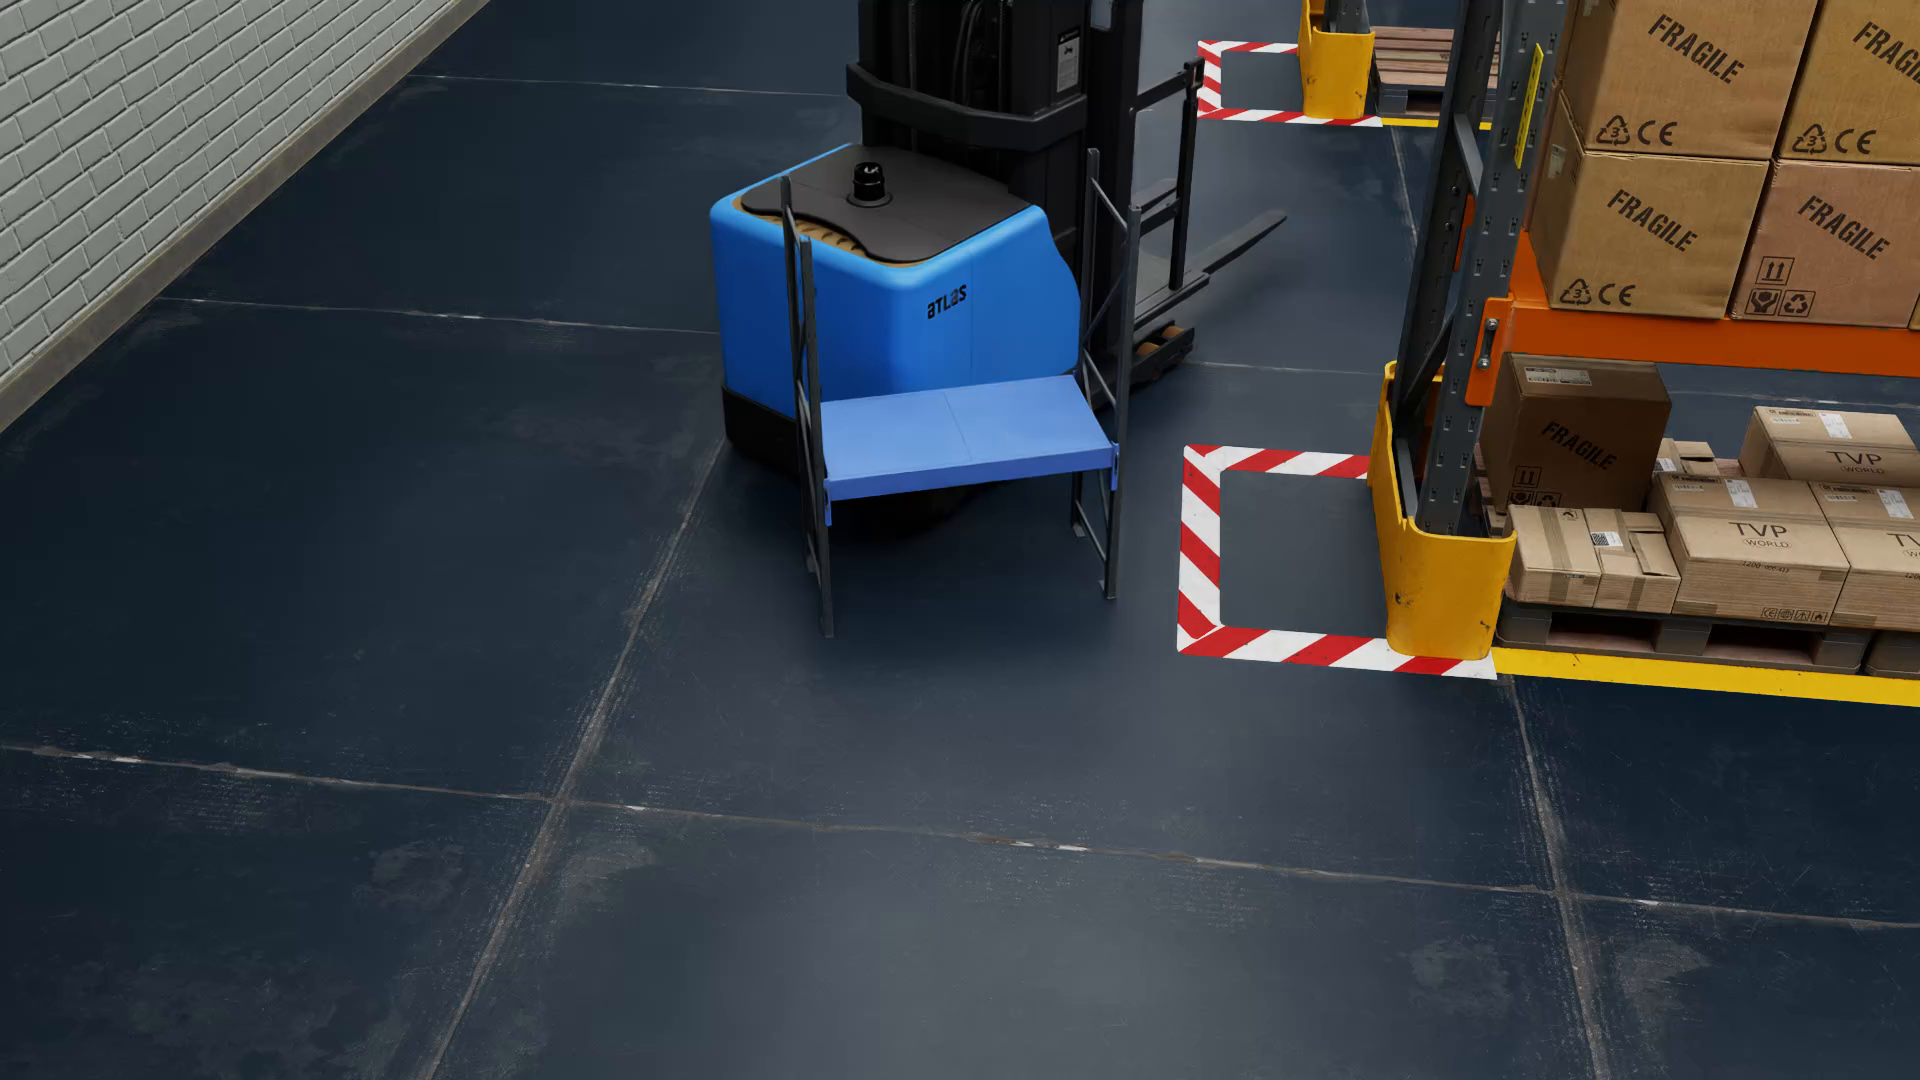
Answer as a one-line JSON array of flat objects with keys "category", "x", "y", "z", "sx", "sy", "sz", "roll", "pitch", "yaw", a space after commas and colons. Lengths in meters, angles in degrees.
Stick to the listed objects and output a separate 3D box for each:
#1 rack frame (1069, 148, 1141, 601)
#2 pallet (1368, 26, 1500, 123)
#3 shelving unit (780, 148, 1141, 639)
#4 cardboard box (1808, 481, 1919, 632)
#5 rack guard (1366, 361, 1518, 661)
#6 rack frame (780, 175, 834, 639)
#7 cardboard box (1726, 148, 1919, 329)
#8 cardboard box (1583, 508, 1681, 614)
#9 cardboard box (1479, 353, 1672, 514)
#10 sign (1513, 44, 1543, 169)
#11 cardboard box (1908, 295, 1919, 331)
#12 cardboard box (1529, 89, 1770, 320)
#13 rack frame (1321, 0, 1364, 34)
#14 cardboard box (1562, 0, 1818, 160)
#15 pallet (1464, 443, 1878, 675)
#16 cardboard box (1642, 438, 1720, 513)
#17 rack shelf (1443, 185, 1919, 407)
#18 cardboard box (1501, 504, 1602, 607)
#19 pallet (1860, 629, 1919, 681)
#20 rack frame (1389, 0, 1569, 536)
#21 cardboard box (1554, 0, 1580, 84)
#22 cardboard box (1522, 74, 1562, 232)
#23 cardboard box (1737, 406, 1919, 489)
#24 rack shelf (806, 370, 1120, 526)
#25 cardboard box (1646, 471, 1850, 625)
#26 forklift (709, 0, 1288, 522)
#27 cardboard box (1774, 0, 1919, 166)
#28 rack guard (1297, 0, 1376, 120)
[{"category": "rack frame", "x": 0.487, "y": -0.537, "z": 5.712, "sx": 0.032, "sy": 1.500, "sz": 0.500, "roll": -7, "pitch": 36, "yaw": -10}, {"category": "pallet", "x": 3.089, "y": -2.795, "z": 9.985, "sx": 1.213, "sy": 0.211, "sz": 1.003, "roll": 4, "pitch": 36, "yaw": 6}, {"category": "shelving unit", "x": -0.010, "y": -0.474, "z": 5.623, "sx": 1.048, "sy": 1.500, "sz": 0.538, "roll": -7, "pitch": 36, "yaw": -10}, {"category": "cardboard box", "x": 3.136, "y": 0.058, "z": 5.575, "sx": 0.500, "sy": 0.250, "sz": 0.500, "roll": 4, "pitch": 36, "yaw": 6}, {"category": "rack guard", "x": 1.716, "y": -0.137, "z": 6.011, "sx": 0.348, "sy": 0.500, "sz": 1.175, "roll": 4, "pitch": 36, "yaw": 6}, {"category": "rack frame", "x": -0.506, "y": -0.410, "z": 5.534, "sx": 0.032, "sy": 1.500, "sz": 0.500, "roll": -7, "pitch": 36, "yaw": -10}, {"category": "cardboard box", "x": 2.560, "y": -0.980, "z": 4.956, "sx": 0.500, "sy": 0.500, "sz": 0.500, "roll": 4, "pitch": 36, "yaw": 5}, {"category": "cardboard box", "x": 2.260, "y": 0.062, "z": 5.641, "sx": 0.250, "sy": 0.166, "sz": 0.380, "roll": 4, "pitch": 36, "yaw": 6}, {"category": "cardboard box", "x": 2.212, "y": -0.423, "z": 6.034, "sx": 0.500, "sy": 0.500, "sz": 0.500, "roll": 4, "pitch": 36, "yaw": 6}, {"category": "sign", "x": 1.572, "y": -1.199, "z": 4.603, "sx": 0.005, "sy": 0.325, "sz": 0.100, "roll": 4, "pitch": 36, "yaw": 6}, {"category": "cardboard box", "x": 3.057, "y": -0.942, "z": 4.901, "sx": 0.500, "sy": 0.500, "sz": 0.500, "roll": 4, "pitch": 36, "yaw": 6}, {"category": "cardboard box", "x": 2.048, "y": -1.016, "z": 5.005, "sx": 0.500, "sy": 0.500, "sz": 0.500, "roll": 5, "pitch": 36, "yaw": 7}, {"category": "rack frame", "x": 2.276, "y": -4.013, "z": 9.291, "sx": 0.127, "sy": 3.000, "sz": 1.000, "roll": 4, "pitch": 36, "yaw": 6}, {"category": "cardboard box", "x": 2.048, "y": -1.423, "z": 4.714, "sx": 0.500, "sy": 0.500, "sz": 0.500, "roll": 5, "pitch": 36, "yaw": 7}, {"category": "pallet", "x": 2.507, "y": 0.040, "z": 6.013, "sx": 1.213, "sy": 0.211, "sz": 1.003, "roll": 4, "pitch": 36, "yaw": 6}, {"category": "cardboard box", "x": 2.602, "y": -0.205, "z": 6.016, "sx": 0.250, "sy": 0.166, "sz": 0.380, "roll": 4, "pitch": 36, "yaw": 6}, {"category": "rack shelf", "x": 3.625, "y": -0.719, "z": 5.294, "sx": 4.000, "sy": 0.370, "sz": 1.077, "roll": 4, "pitch": 36, "yaw": 6}, {"category": "cardboard box", "x": 2.013, "y": 0.051, "z": 5.672, "sx": 0.250, "sy": 0.149, "sz": 0.380, "roll": 4, "pitch": 36, "yaw": 6}, {"category": "pallet", "x": 3.714, "y": 0.131, "z": 5.885, "sx": 1.213, "sy": 0.211, "sz": 1.003, "roll": 4, "pitch": 36, "yaw": 6}, {"category": "rack frame", "x": 1.641, "y": -1.160, "z": 5.293, "sx": 0.127, "sy": 3.000, "sz": 1.000, "roll": 4, "pitch": 36, "yaw": 6}, {"category": "cardboard box", "x": 2.117, "y": -1.733, "z": 5.149, "sx": 0.500, "sy": 0.500, "sz": 0.500, "roll": 4, "pitch": 36, "yaw": 6}, {"category": "cardboard box", "x": 2.120, "y": -1.324, "z": 5.437, "sx": 0.500, "sy": 0.500, "sz": 0.500, "roll": 5, "pitch": 36, "yaw": 7}, {"category": "cardboard box", "x": 3.150, "y": -0.234, "z": 5.983, "sx": 0.500, "sy": 0.250, "sz": 0.500, "roll": 4, "pitch": 36, "yaw": 6}, {"category": "rack shelf", "x": -0.010, "y": -0.327, "z": 5.727, "sx": 1.000, "sy": 0.185, "sz": 0.538, "roll": -7, "pitch": 36, "yaw": -10}, {"category": "cardboard box", "x": 2.640, "y": 0.021, "z": 5.626, "sx": 0.500, "sy": 0.250, "sz": 0.500, "roll": 4, "pitch": 36, "yaw": 6}, {"category": "forklift", "x": 0.378, "y": -2.047, "z": 6.595, "sx": 1.130, "sy": 2.935, "sz": 3.031, "roll": 26, "pitch": 43, "yaw": 31}, {"category": "cardboard box", "x": 2.567, "y": -1.388, "z": 4.666, "sx": 0.500, "sy": 0.500, "sz": 0.500, "roll": 5, "pitch": 36, "yaw": 6}, {"category": "rack guard", "x": 2.250, "y": -2.990, "z": 10.010, "sx": 0.348, "sy": 0.500, "sz": 1.175, "roll": 4, "pitch": 36, "yaw": 6}]
